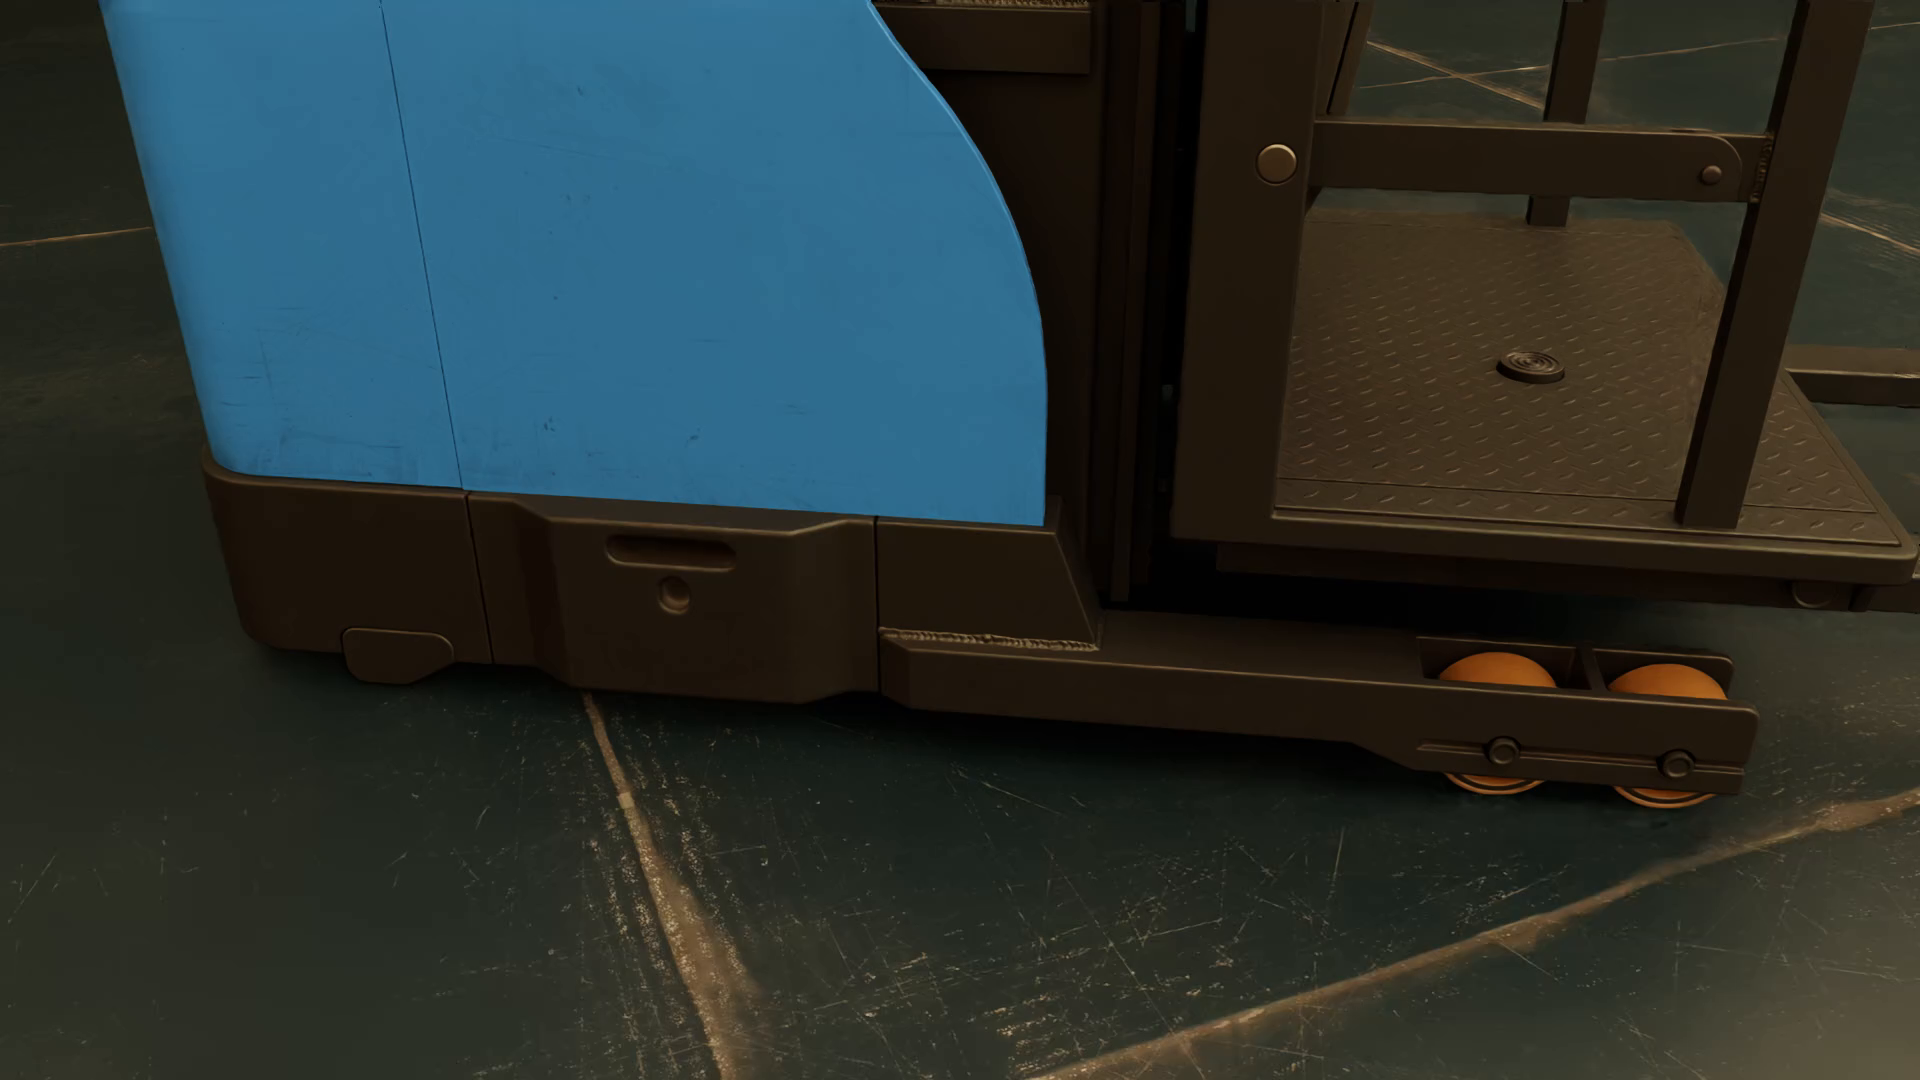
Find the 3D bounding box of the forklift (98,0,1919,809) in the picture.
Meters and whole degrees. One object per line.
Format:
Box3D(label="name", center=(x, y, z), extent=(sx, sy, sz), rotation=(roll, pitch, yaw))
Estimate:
Box3D(label="forklift", center=(0.610, -1.240, 1.715), extent=(3.031, 2.935, 1.130), rotation=(4, 30, 6))
